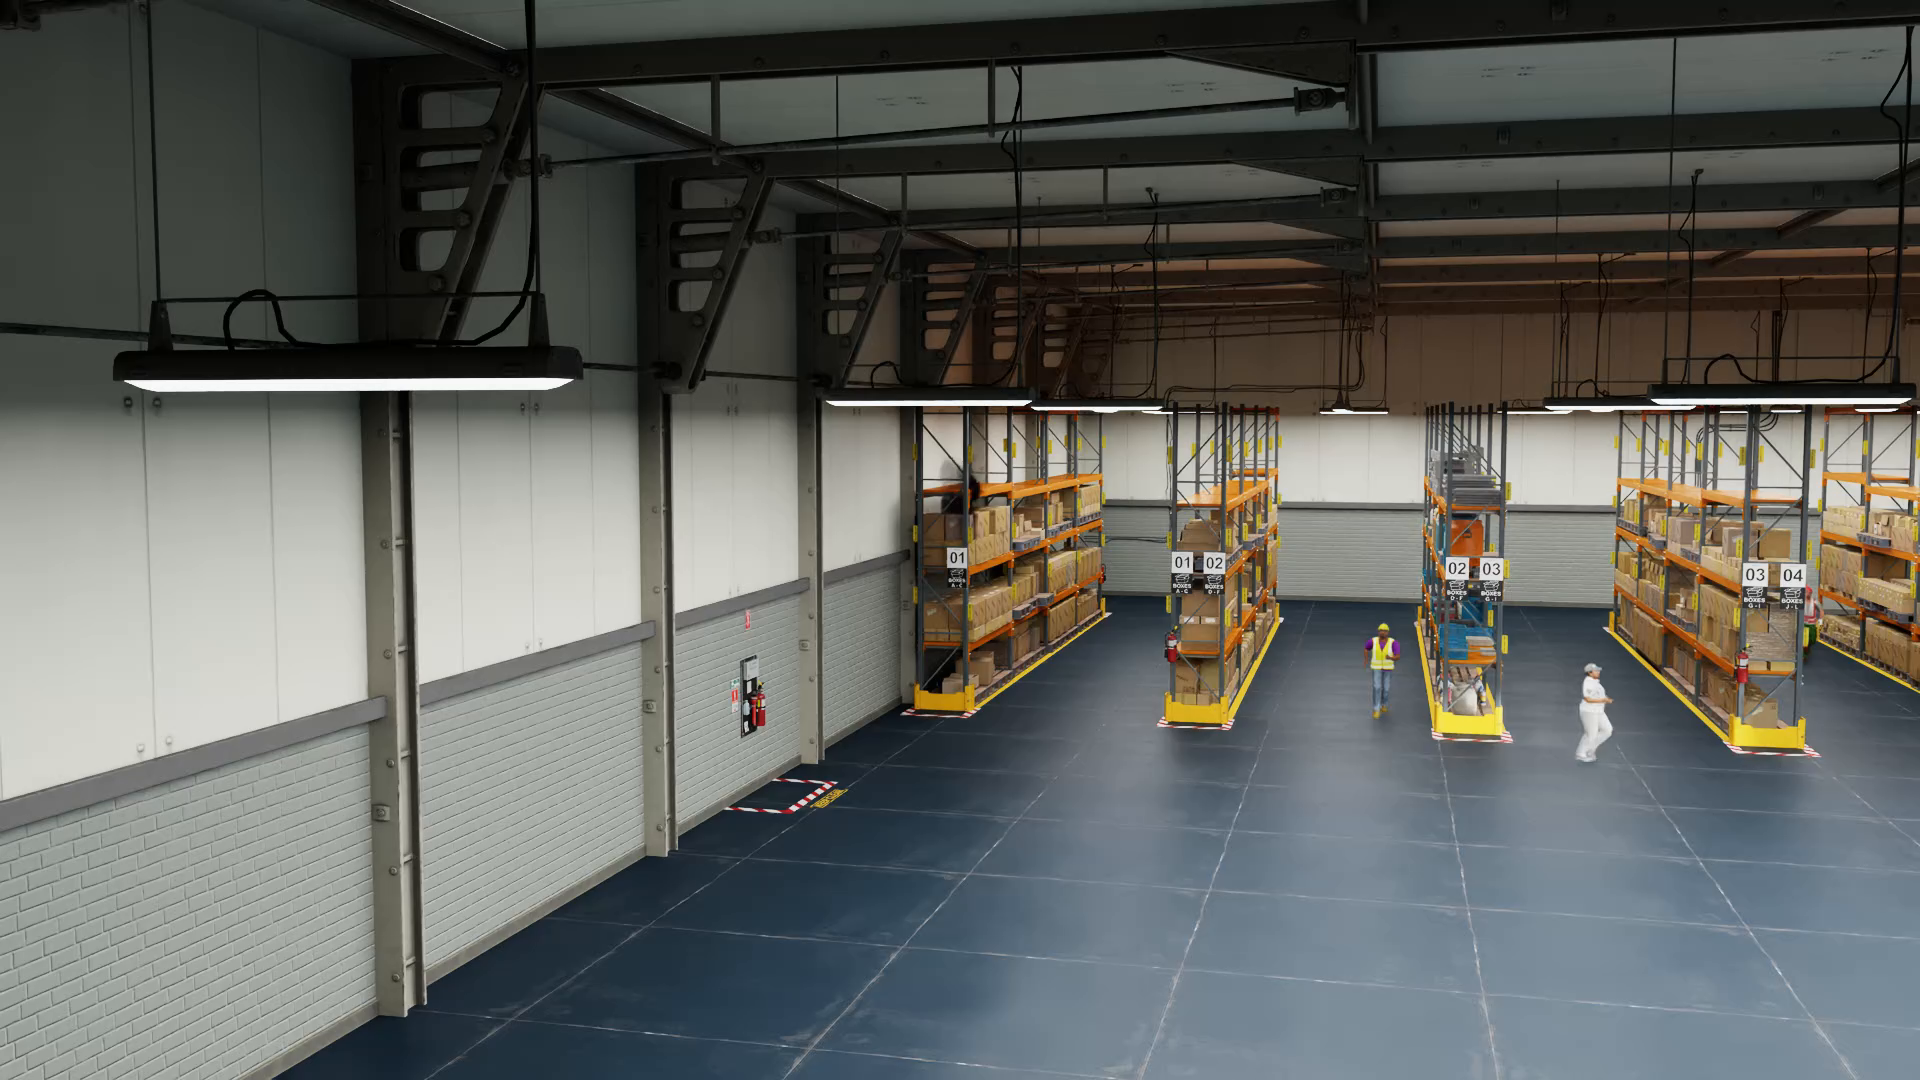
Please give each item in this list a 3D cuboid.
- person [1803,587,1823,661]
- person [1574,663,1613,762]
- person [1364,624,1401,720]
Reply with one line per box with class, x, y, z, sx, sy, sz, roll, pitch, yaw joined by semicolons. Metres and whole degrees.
person;19.914;1.963;39.121;0.702;1.742;0.637;1;4;19
person;10.522;2.871;27.540;0.610;1.660;0.587;3;5;37
person;8.058;2.501;31.741;0.680;1.826;0.754;1;4;12
